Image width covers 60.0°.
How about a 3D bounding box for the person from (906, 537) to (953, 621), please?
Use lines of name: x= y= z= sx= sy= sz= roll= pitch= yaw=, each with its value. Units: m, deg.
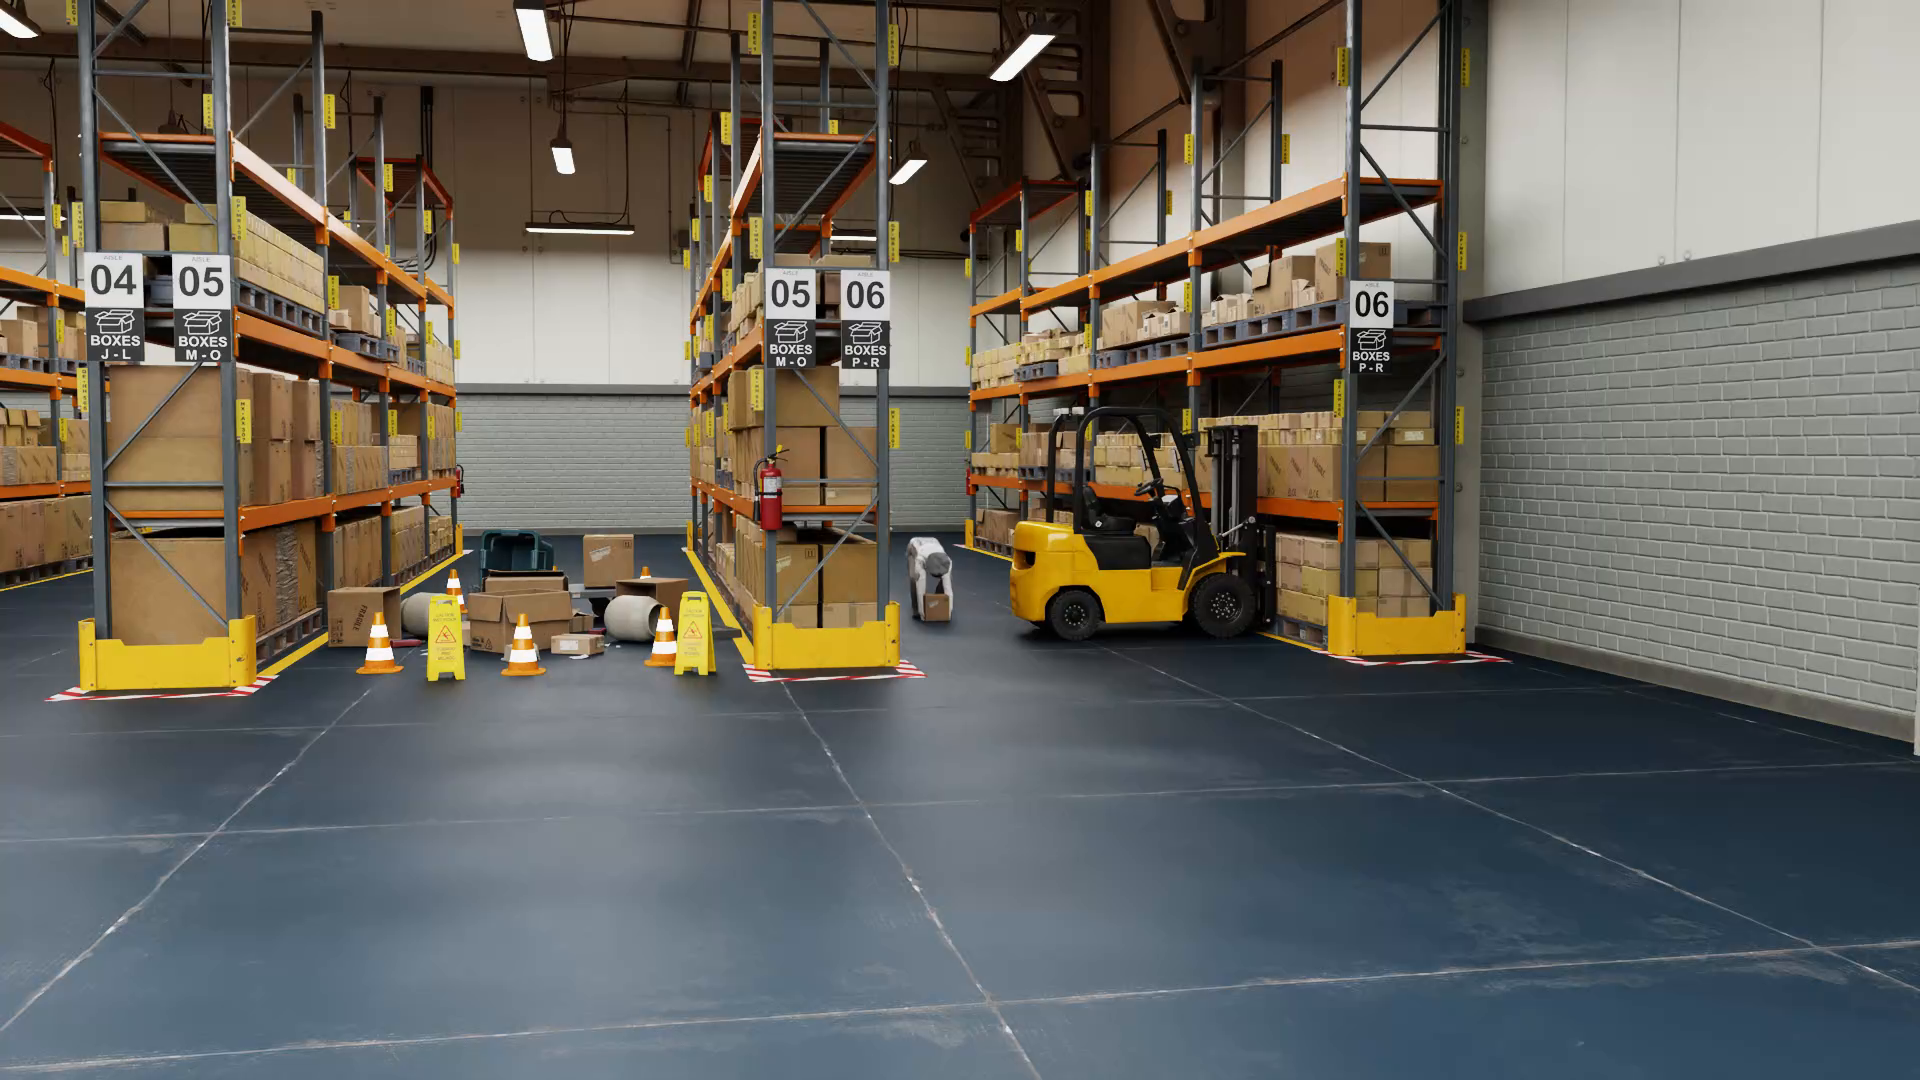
person: x=-0.306 y=0.402 z=17.493 sx=0.462 sy=0.842 sz=0.889 roll=-1 pitch=3 yaw=-14
